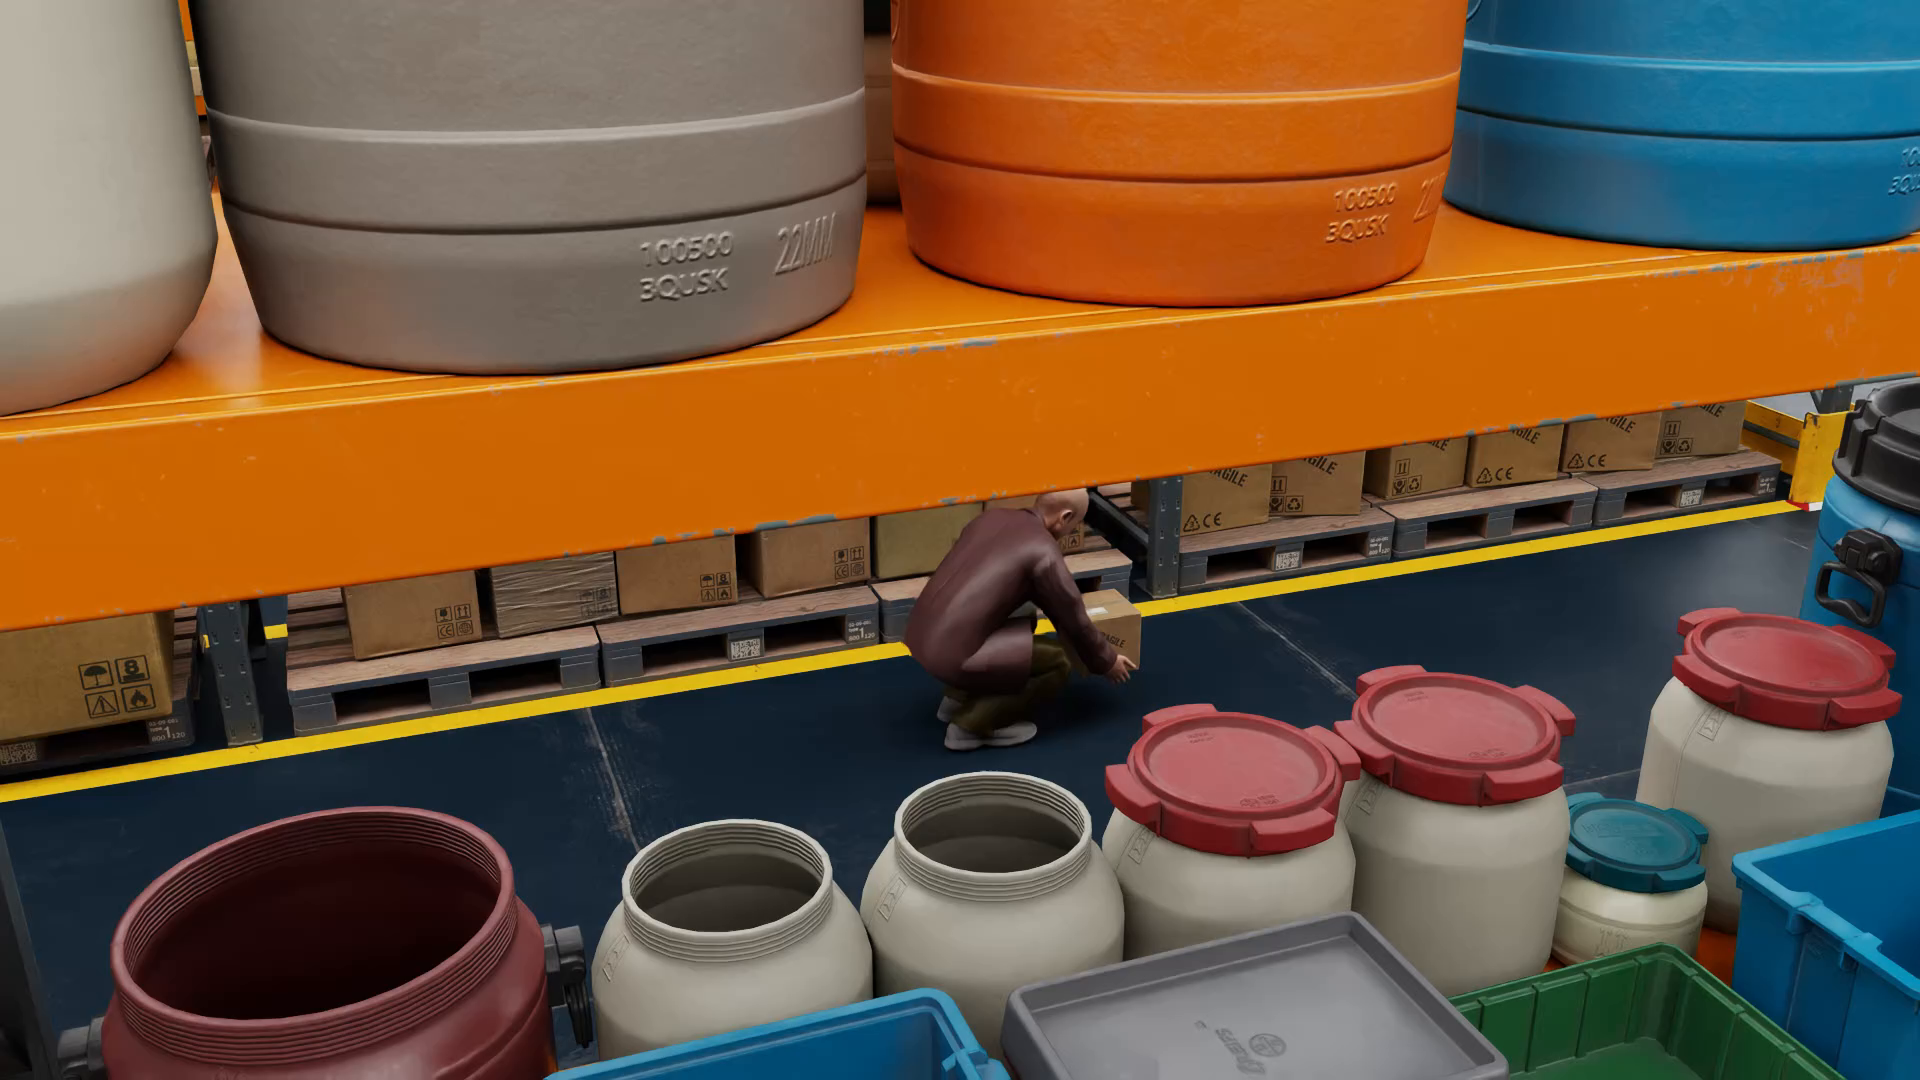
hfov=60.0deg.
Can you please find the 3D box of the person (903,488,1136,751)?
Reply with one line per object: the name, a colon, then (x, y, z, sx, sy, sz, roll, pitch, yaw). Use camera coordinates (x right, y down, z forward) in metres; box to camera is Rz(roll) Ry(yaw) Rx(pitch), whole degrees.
person: (0.220, 0.273, 6.509, 0.912, 0.978, 0.597, -8, 24, -19)
